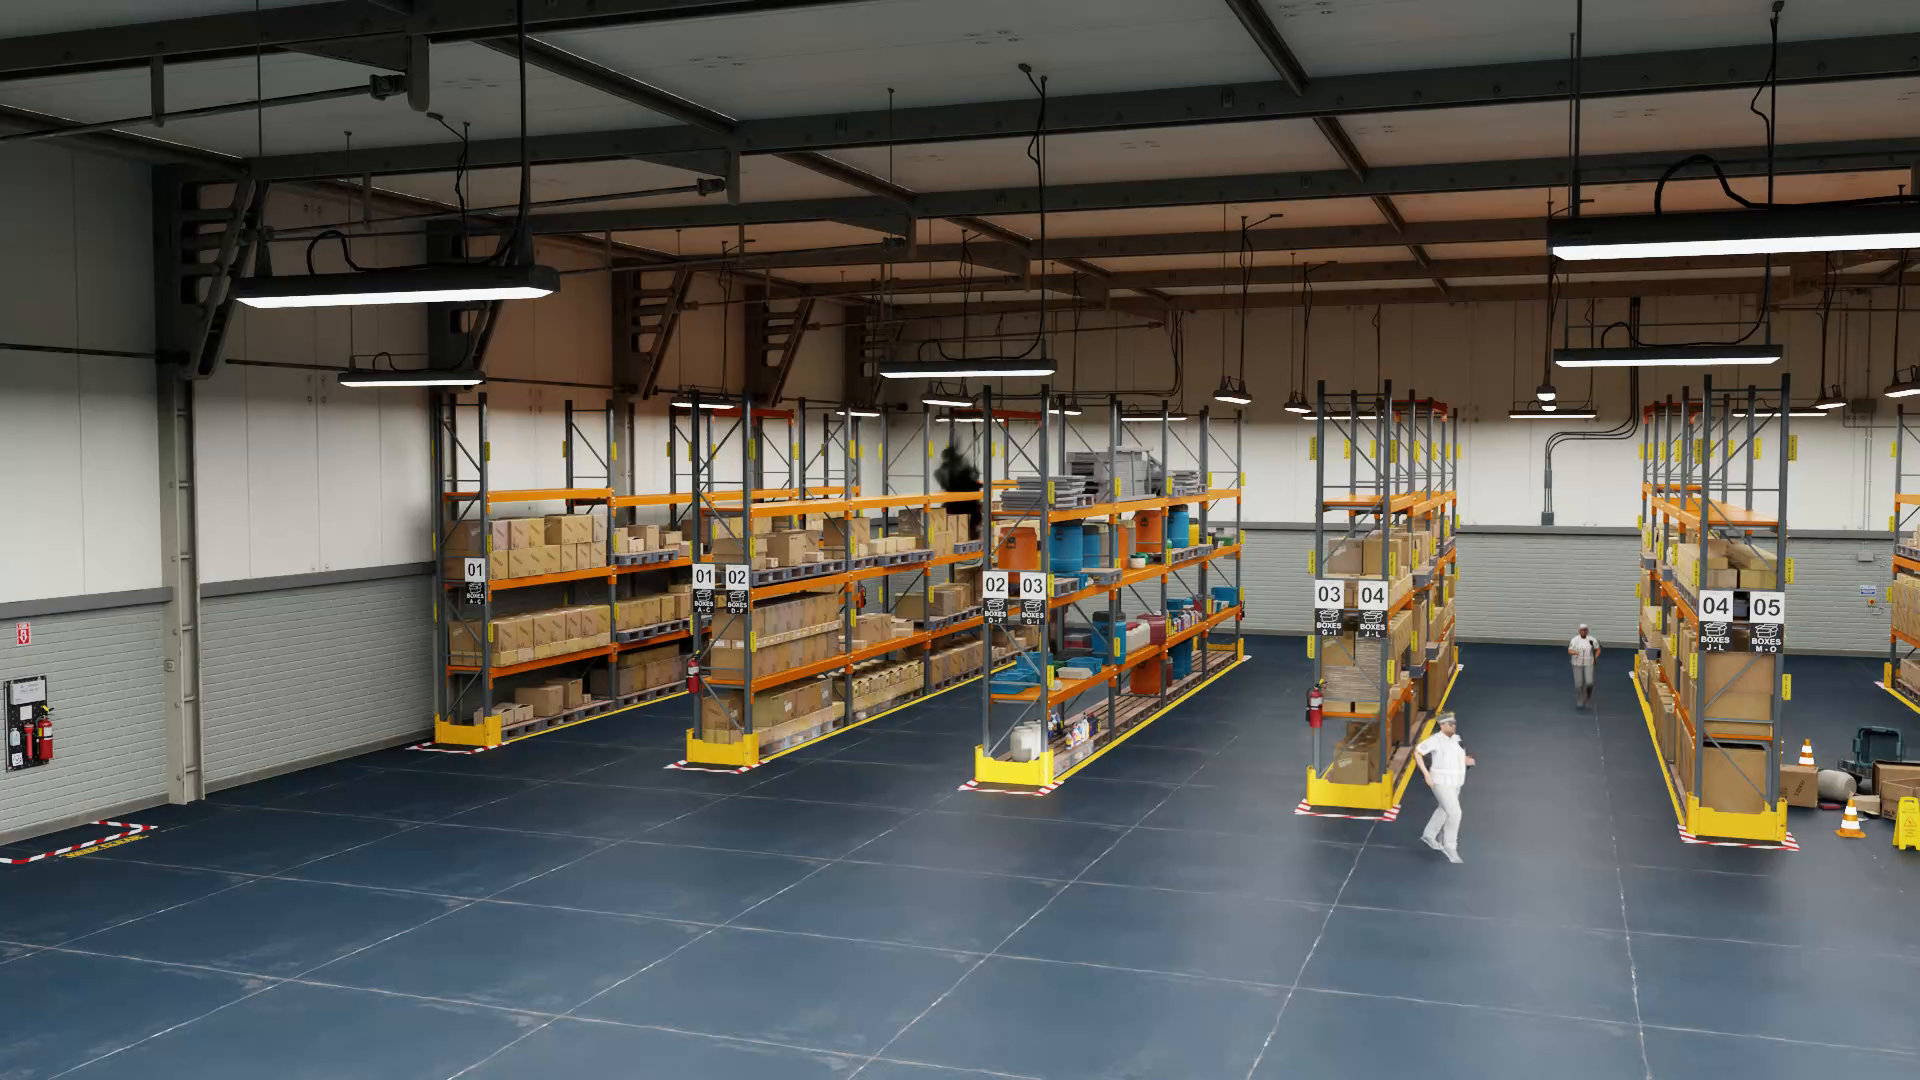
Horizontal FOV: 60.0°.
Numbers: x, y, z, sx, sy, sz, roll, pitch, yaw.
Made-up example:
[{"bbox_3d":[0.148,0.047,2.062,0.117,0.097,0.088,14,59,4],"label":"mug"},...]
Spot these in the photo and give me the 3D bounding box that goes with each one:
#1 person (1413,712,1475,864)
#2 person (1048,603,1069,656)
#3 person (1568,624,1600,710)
[{"bbox_3d":[5.992,3.035,20.479,0.636,1.850,0.779,-3,4,-39],"label":"person"},{"bbox_3d":[1.999,1.924,36.446,0.681,1.830,0.962,1,3,20],"label":"person"},{"bbox_3d":[12.114,2.466,32.280,0.586,1.676,0.629,1,3,21],"label":"person"}]
